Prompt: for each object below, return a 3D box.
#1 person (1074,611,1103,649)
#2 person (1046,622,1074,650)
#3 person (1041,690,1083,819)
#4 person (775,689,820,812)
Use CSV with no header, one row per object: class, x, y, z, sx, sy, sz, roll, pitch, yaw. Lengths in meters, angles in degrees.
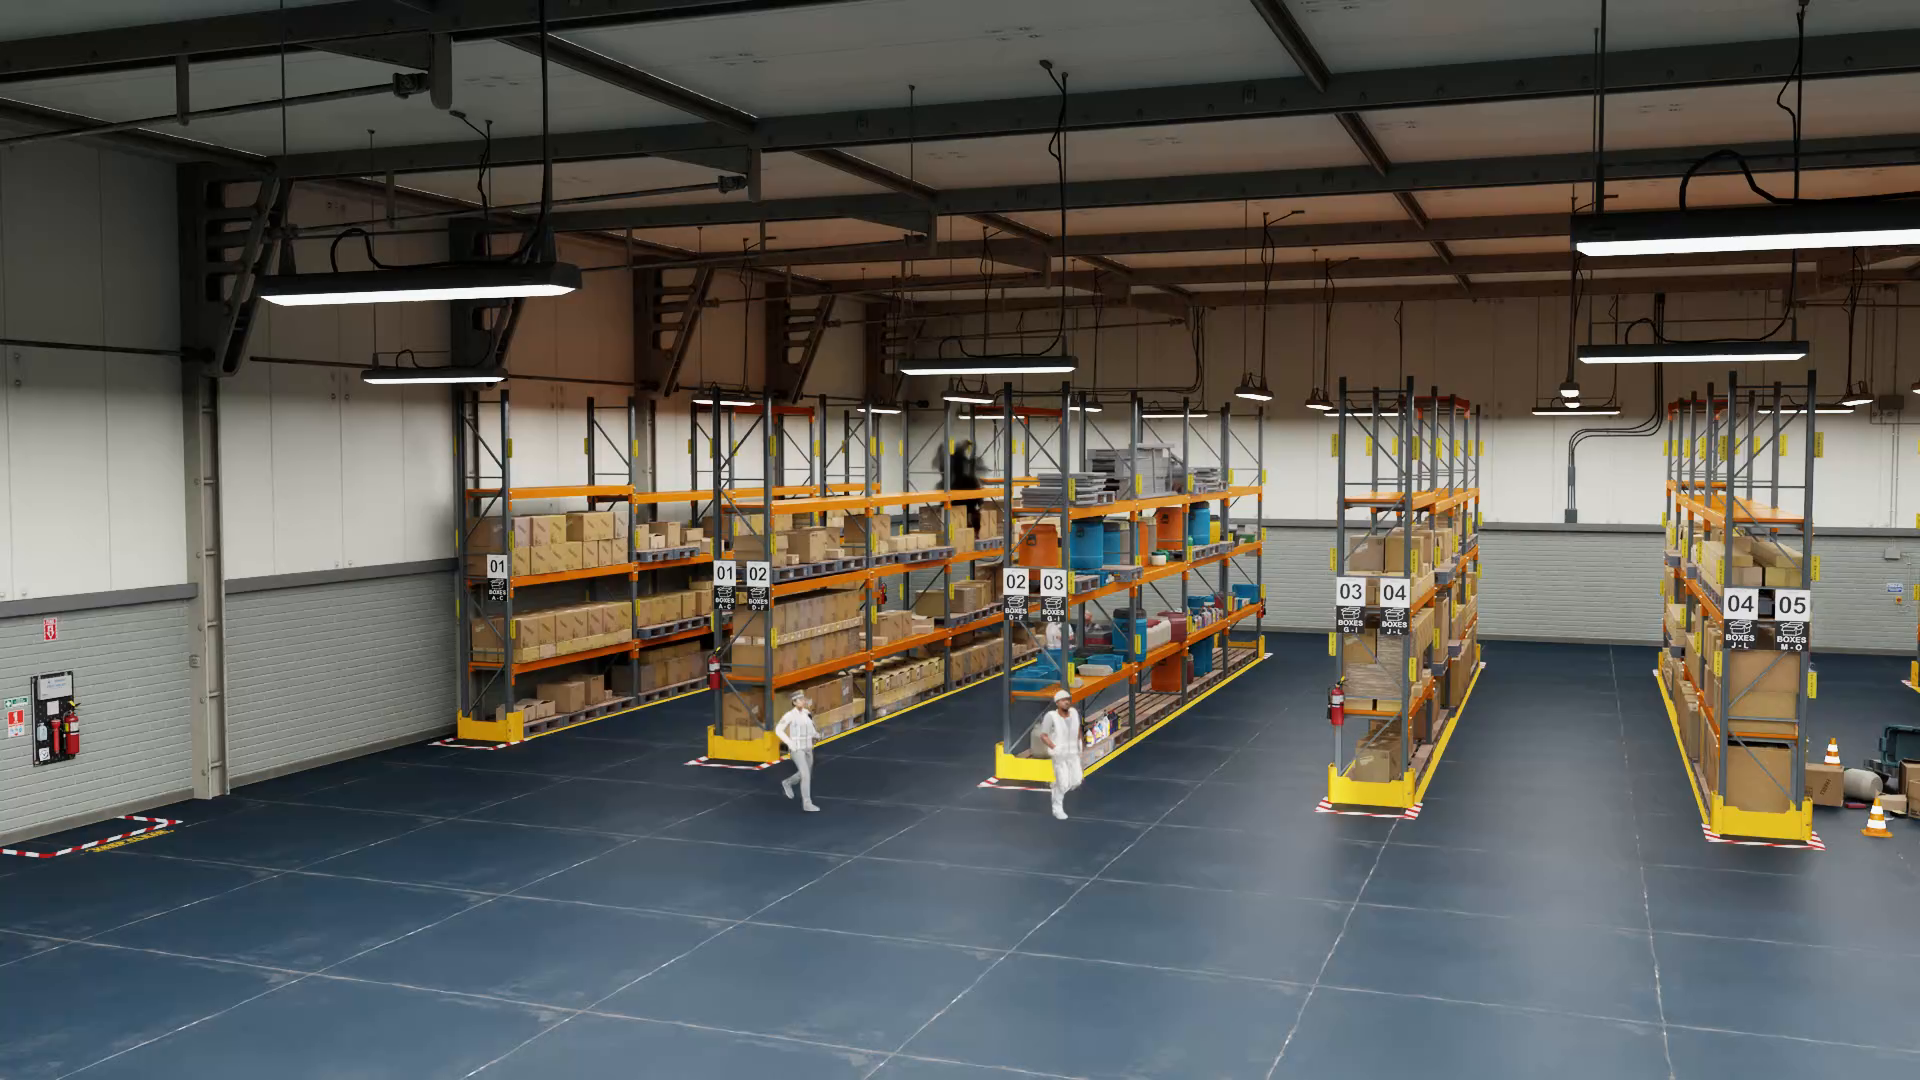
person,2.635,2.302,33.864,0.668,1.715,0.810,1,3,23
person,1.997,2.290,33.429,0.629,1.856,0.811,1,3,17
person,1.395,2.899,22.561,0.699,1.744,0.668,-2,4,-30
person,-2.237,2.894,23.060,0.823,1.666,0.626,3,4,41
